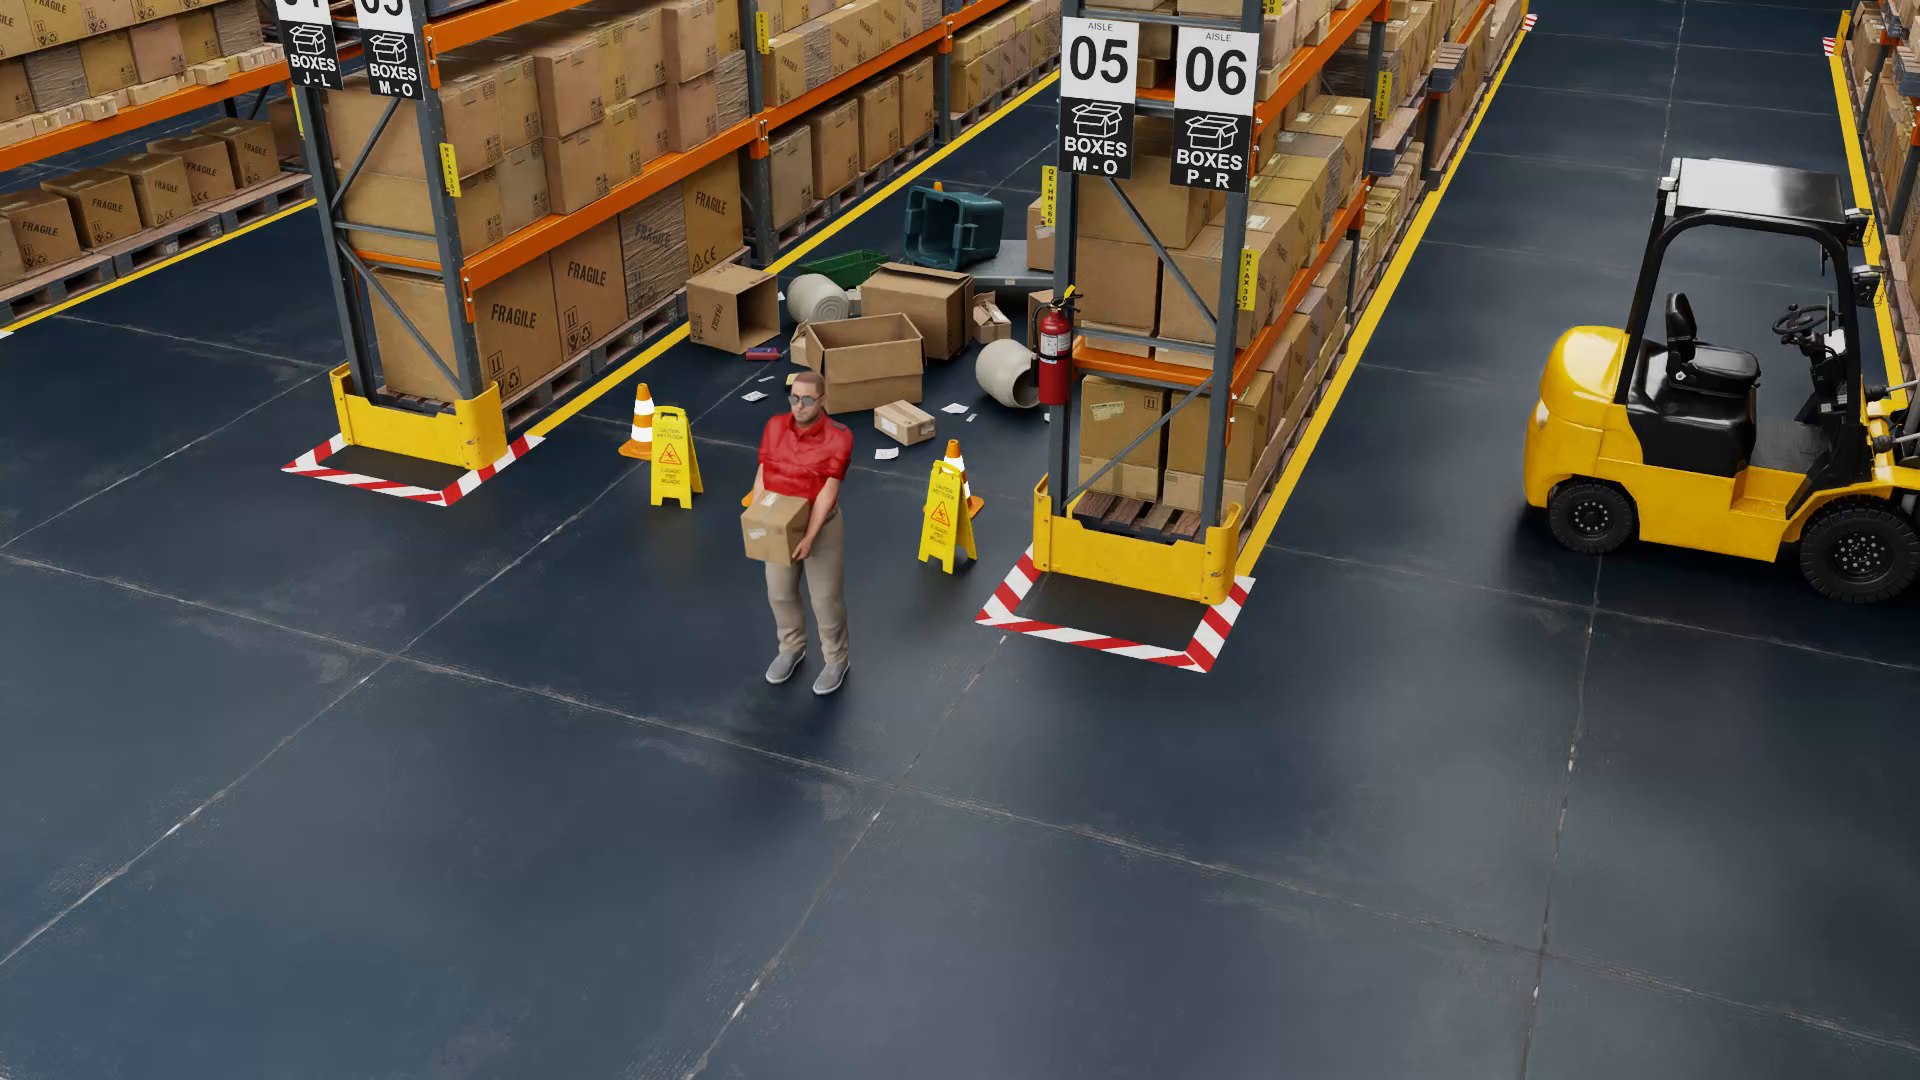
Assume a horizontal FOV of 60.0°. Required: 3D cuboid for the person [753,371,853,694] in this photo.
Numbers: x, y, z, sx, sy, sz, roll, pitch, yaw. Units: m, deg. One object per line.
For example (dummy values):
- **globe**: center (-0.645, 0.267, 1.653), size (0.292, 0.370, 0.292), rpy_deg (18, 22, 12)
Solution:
- **person**: center (-0.819, 0.002, 8.426), size (0.494, 1.715, 0.537), rpy_deg (12, 32, 20)
